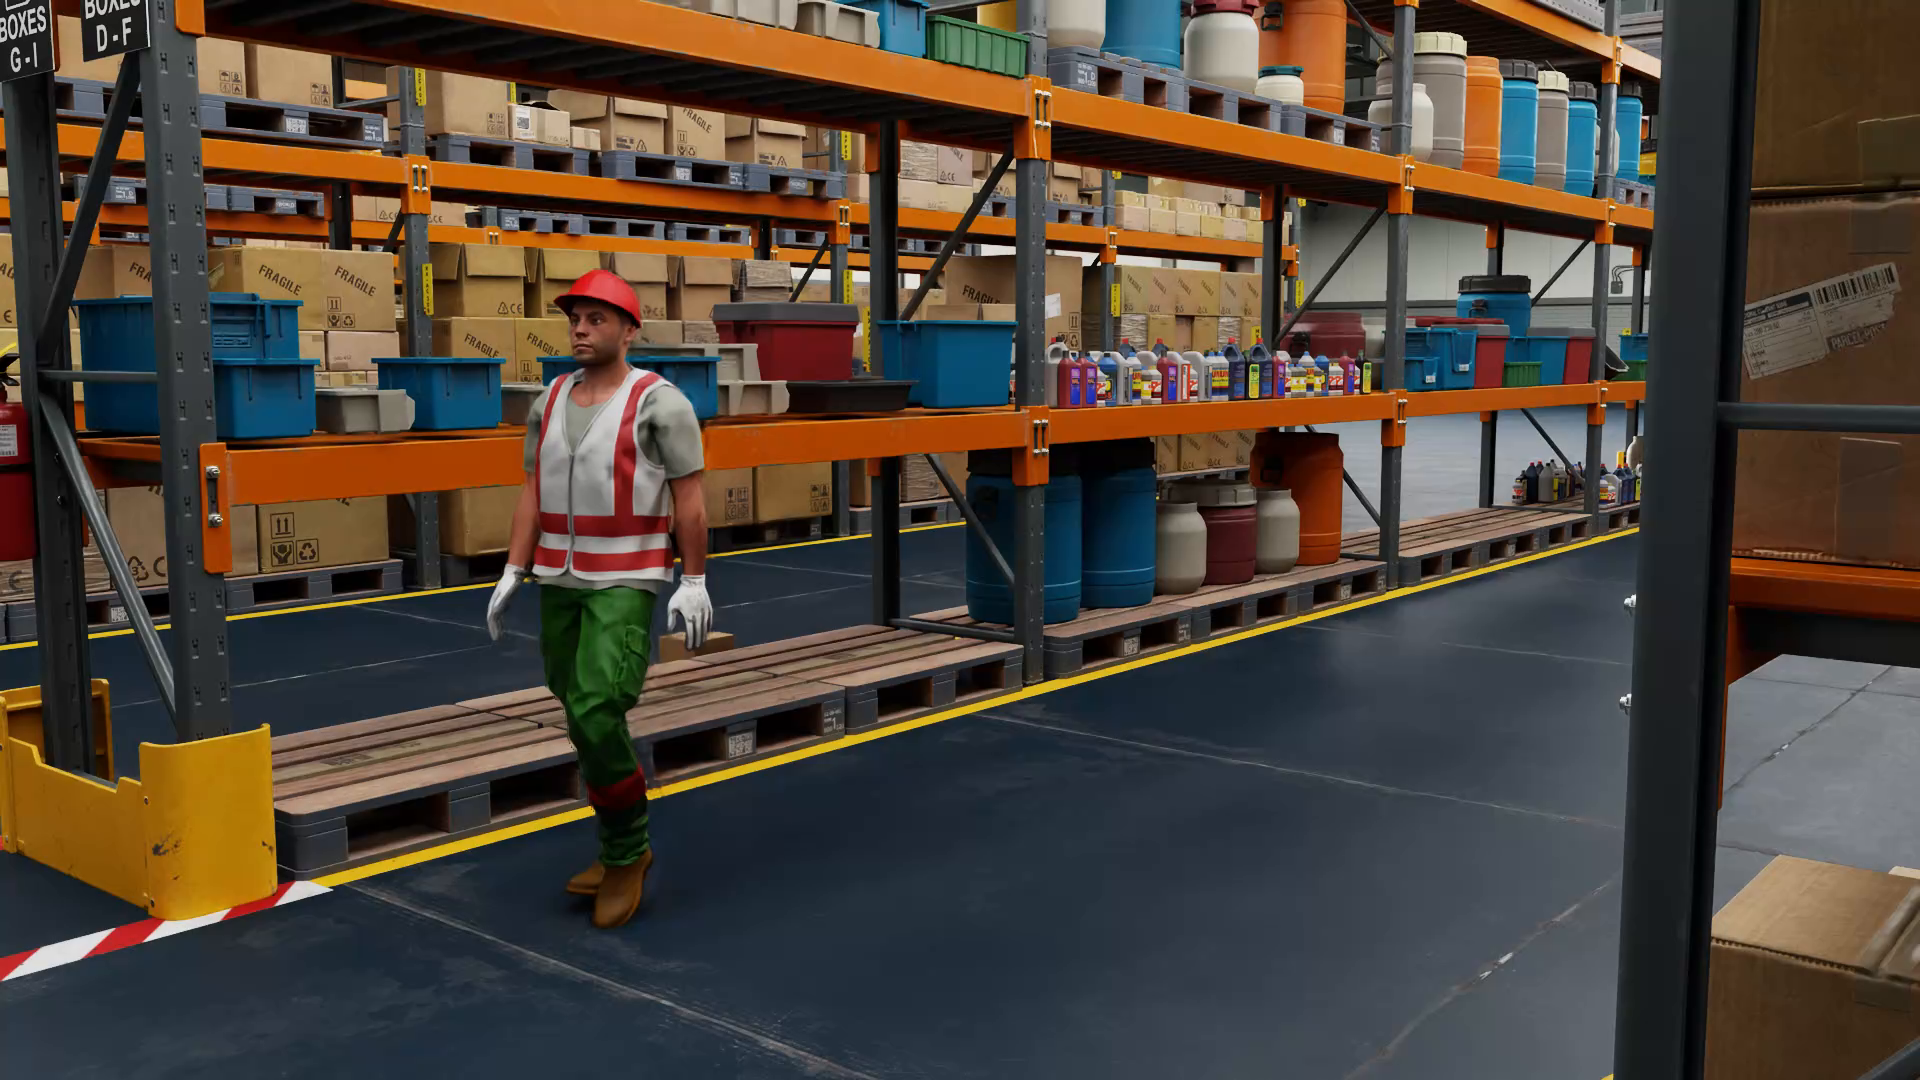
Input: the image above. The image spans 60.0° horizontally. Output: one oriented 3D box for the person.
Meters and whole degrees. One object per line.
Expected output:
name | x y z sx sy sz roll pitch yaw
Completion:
person | -1.033 0.166 4.647 0.576 1.831 0.480 3 7 26
